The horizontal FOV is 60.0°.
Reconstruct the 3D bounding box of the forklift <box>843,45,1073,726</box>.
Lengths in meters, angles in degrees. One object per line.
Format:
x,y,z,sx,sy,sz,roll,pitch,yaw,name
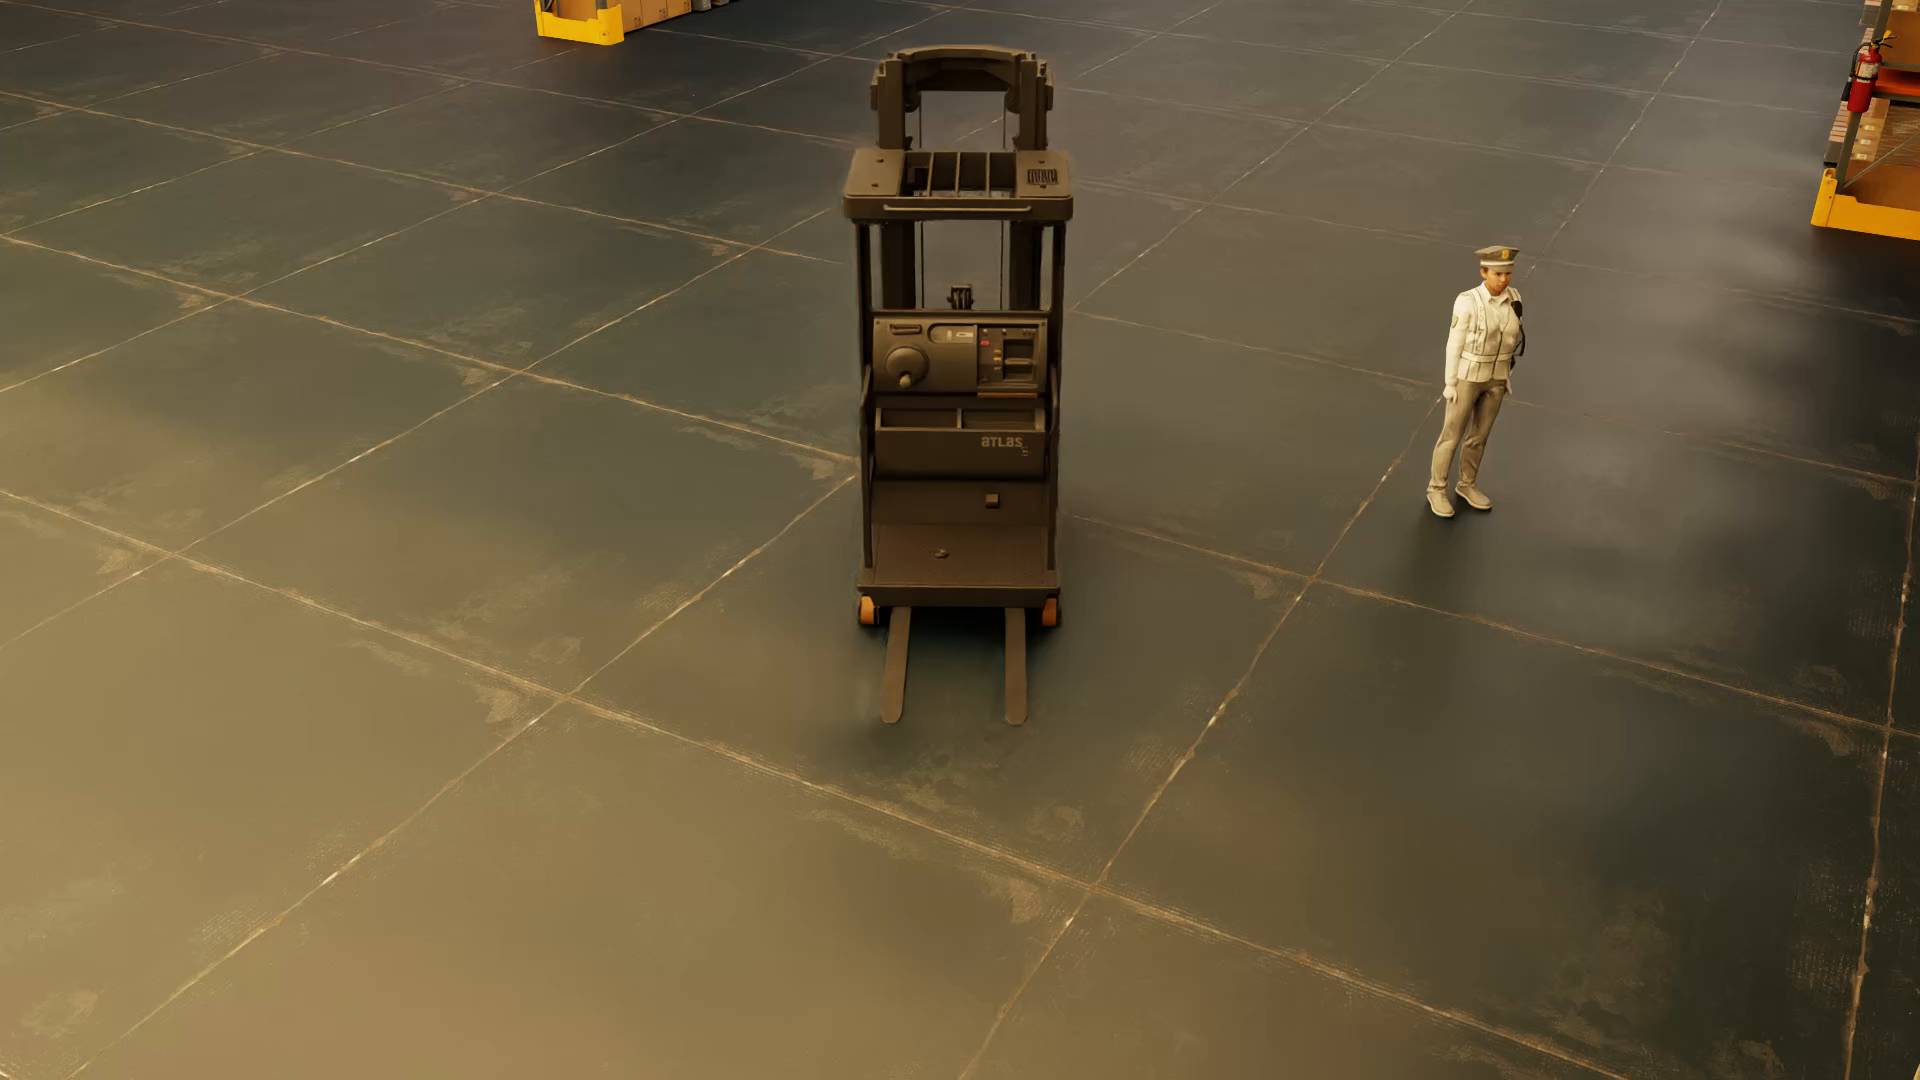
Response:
0.000,-0.946,8.710,1.130,2.935,3.031,1,30,1,forklift

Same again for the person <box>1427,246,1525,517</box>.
3.123,-0.965,9.989,0.463,1.692,0.339,-9,31,-16,person
